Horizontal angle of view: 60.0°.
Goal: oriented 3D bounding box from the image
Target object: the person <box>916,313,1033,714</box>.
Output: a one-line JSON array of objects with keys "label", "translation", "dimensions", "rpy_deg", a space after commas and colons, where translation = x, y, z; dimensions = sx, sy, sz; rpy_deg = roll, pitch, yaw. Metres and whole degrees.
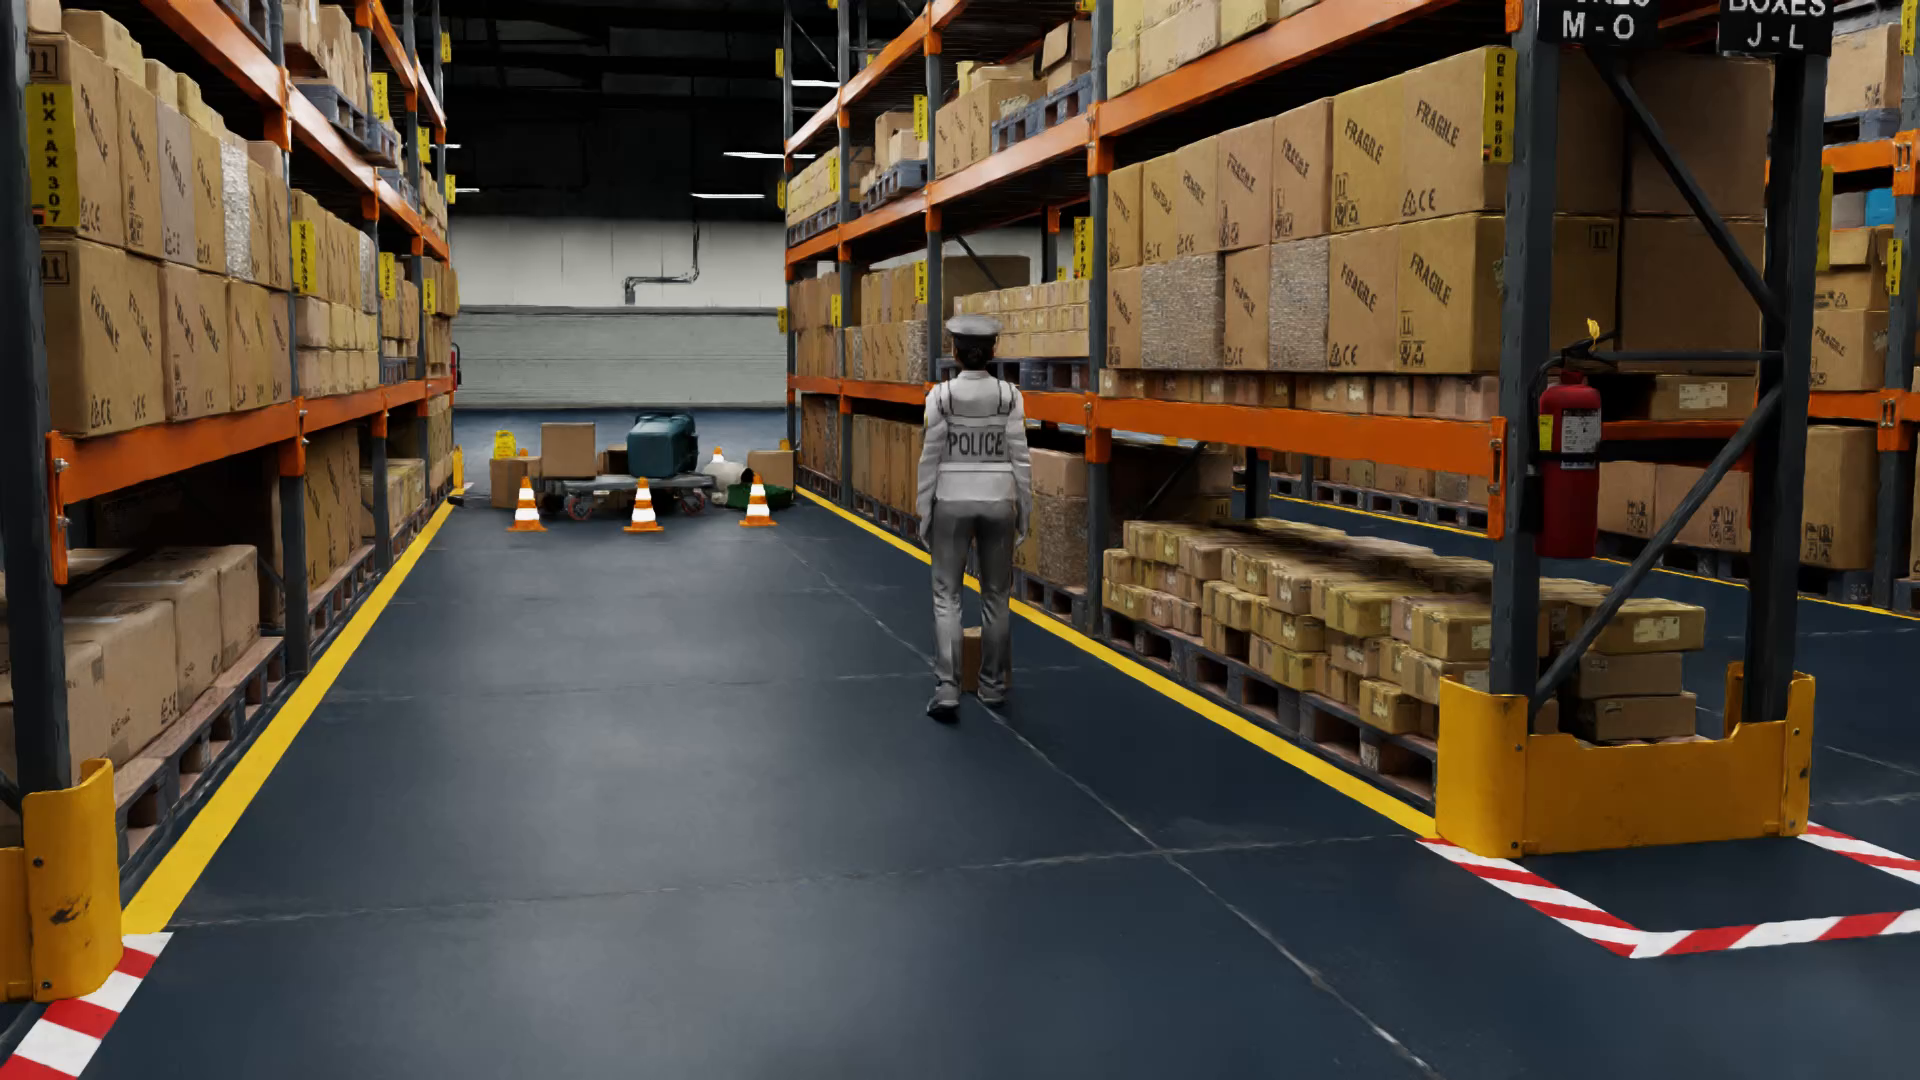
[{"label": "person", "translation": [0.061, -0.117, 7.085], "dimensions": [0.503, 1.693, 0.568], "rpy_deg": [-1, 6, -6]}]
